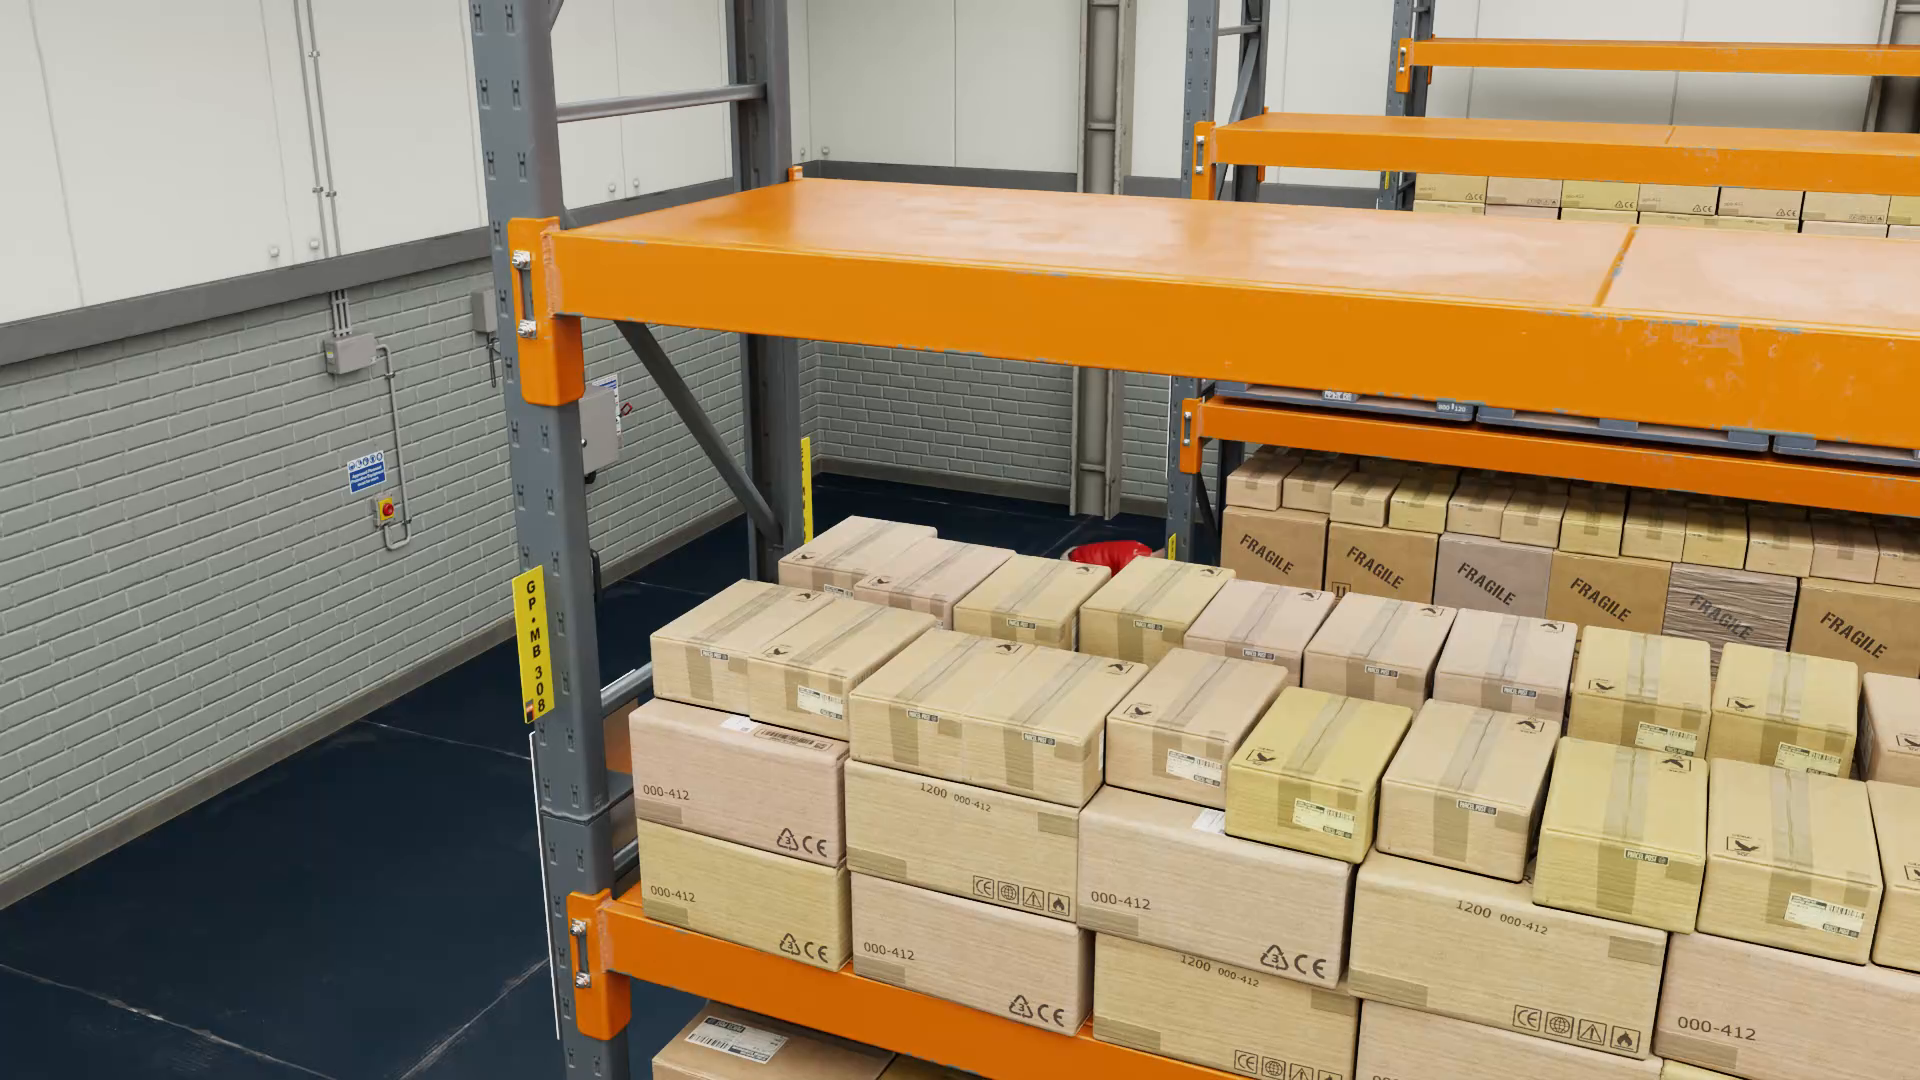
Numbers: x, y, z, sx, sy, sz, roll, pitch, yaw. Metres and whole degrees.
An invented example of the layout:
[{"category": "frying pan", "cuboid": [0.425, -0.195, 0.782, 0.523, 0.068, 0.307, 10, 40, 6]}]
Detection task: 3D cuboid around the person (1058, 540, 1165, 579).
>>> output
[{"category": "person", "cuboid": [1.154, 0.392, 12.463, 0.935, 0.786, 0.523, 8, 20, 22]}]
